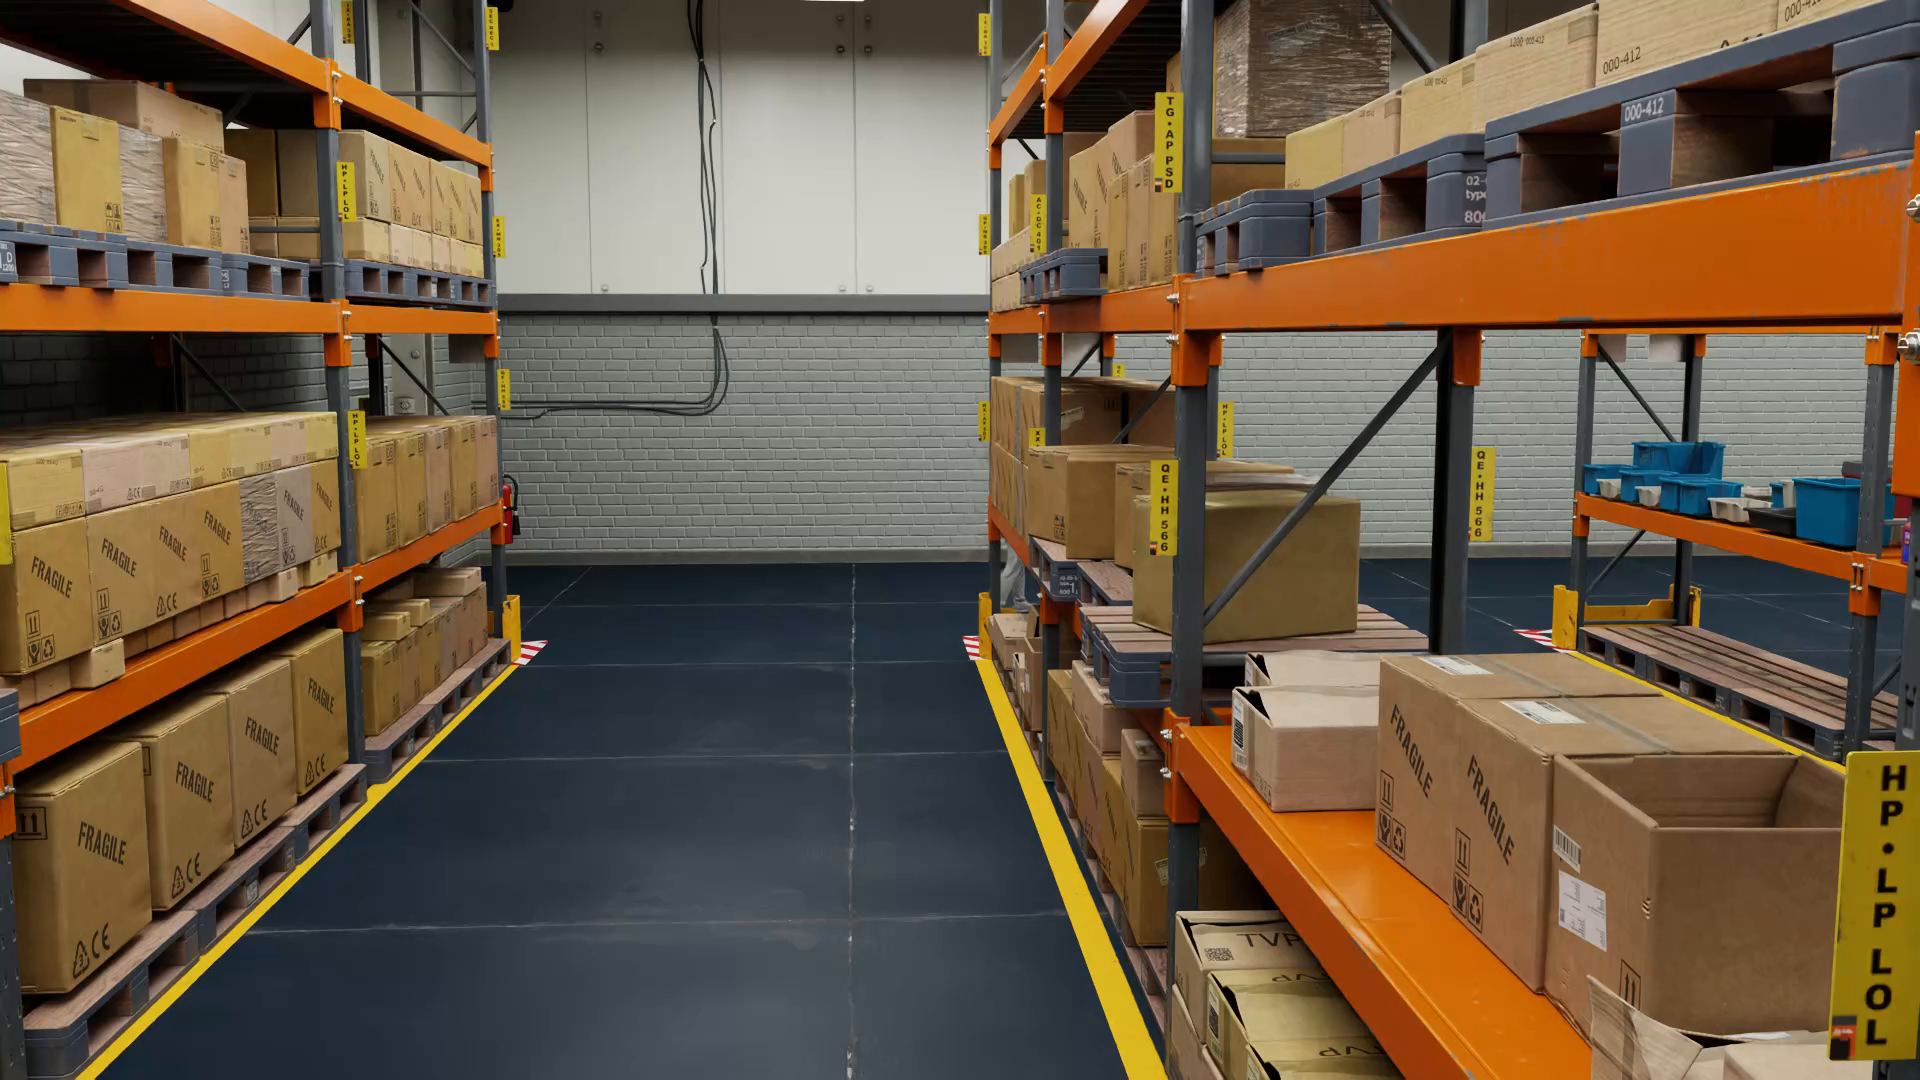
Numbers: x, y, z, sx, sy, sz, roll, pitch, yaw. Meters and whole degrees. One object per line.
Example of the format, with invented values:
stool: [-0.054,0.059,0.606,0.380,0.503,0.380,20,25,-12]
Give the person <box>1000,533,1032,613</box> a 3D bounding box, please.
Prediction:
person: [0.533,-0.115,15.504,0.639,1.664,0.522,-2,7,-20]
